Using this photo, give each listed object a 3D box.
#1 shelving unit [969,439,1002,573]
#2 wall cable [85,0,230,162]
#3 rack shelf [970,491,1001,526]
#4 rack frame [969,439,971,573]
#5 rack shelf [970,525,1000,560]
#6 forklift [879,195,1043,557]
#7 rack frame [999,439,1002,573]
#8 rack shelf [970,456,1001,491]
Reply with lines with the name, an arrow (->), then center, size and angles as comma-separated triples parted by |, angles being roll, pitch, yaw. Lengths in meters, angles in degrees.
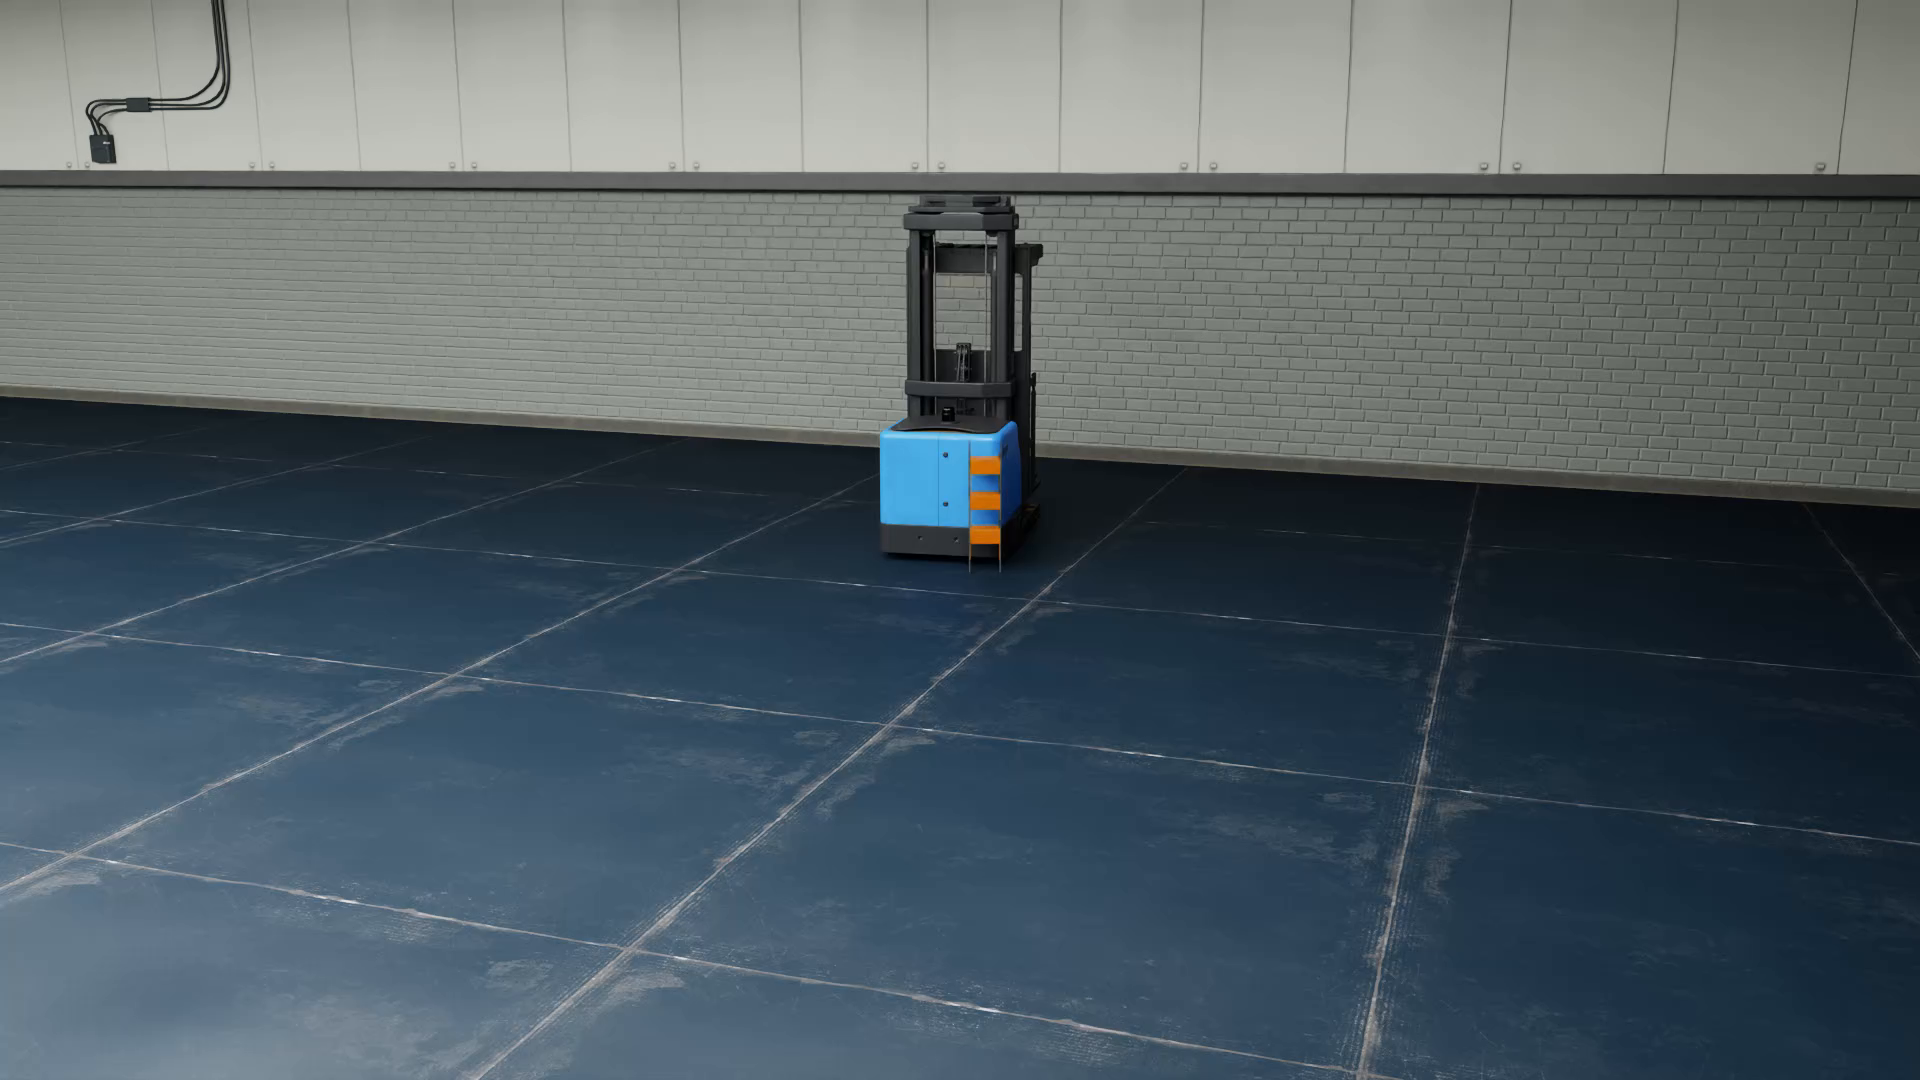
shelving unit -> 0.200, -0.272, 13.314 | 0.252, 1.050, 0.215 | 0, 12, -1
wall cable -> -10.307, -7.813, 20.855 | 2.305, 6.003, 0.169 | 4, 14, 18
rack shelf -> 0.200, -0.262, 13.316 | 0.240, 0.259, 0.215 | 0, 12, -1
rack frame -> 0.078, -0.272, 13.312 | 0.008, 1.050, 0.200 | 0, 12, -1
rack shelf -> 0.200, 0.010, 13.374 | 0.240, 0.259, 0.215 | 0, 12, -1
forklift -> 0.126, -1.566, 14.763 | 1.130, 2.935, 3.031 | 3, 13, 11
rack frame -> 0.322, -0.273, 13.316 | 0.008, 1.050, 0.200 | 0, 12, -1
rack shelf -> 0.200, -0.540, 13.257 | 0.240, 0.259, 0.215 | 0, 12, -1
